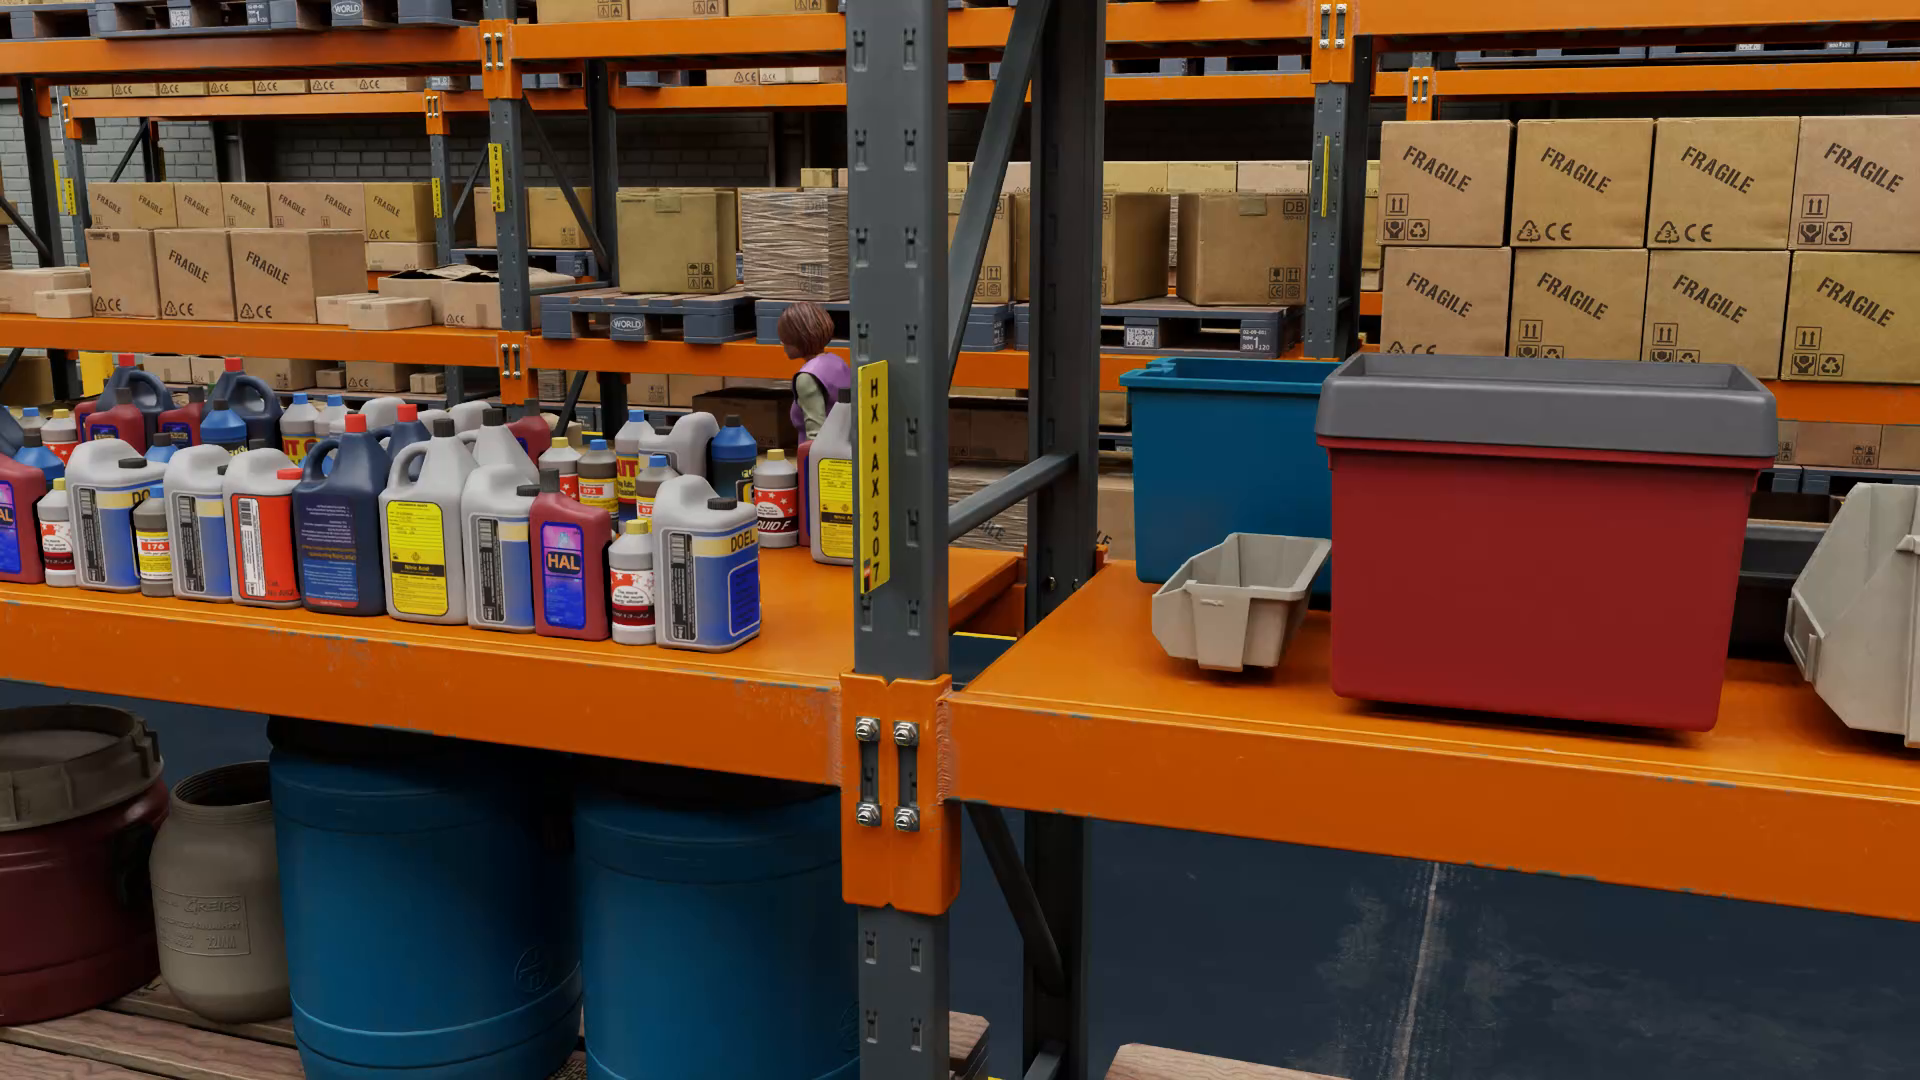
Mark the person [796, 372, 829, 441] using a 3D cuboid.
[{"bbox_3d":[-0.558,-0.056,6.824,0.330,1.352,0.482,3,13,15],"label":"person"}]
